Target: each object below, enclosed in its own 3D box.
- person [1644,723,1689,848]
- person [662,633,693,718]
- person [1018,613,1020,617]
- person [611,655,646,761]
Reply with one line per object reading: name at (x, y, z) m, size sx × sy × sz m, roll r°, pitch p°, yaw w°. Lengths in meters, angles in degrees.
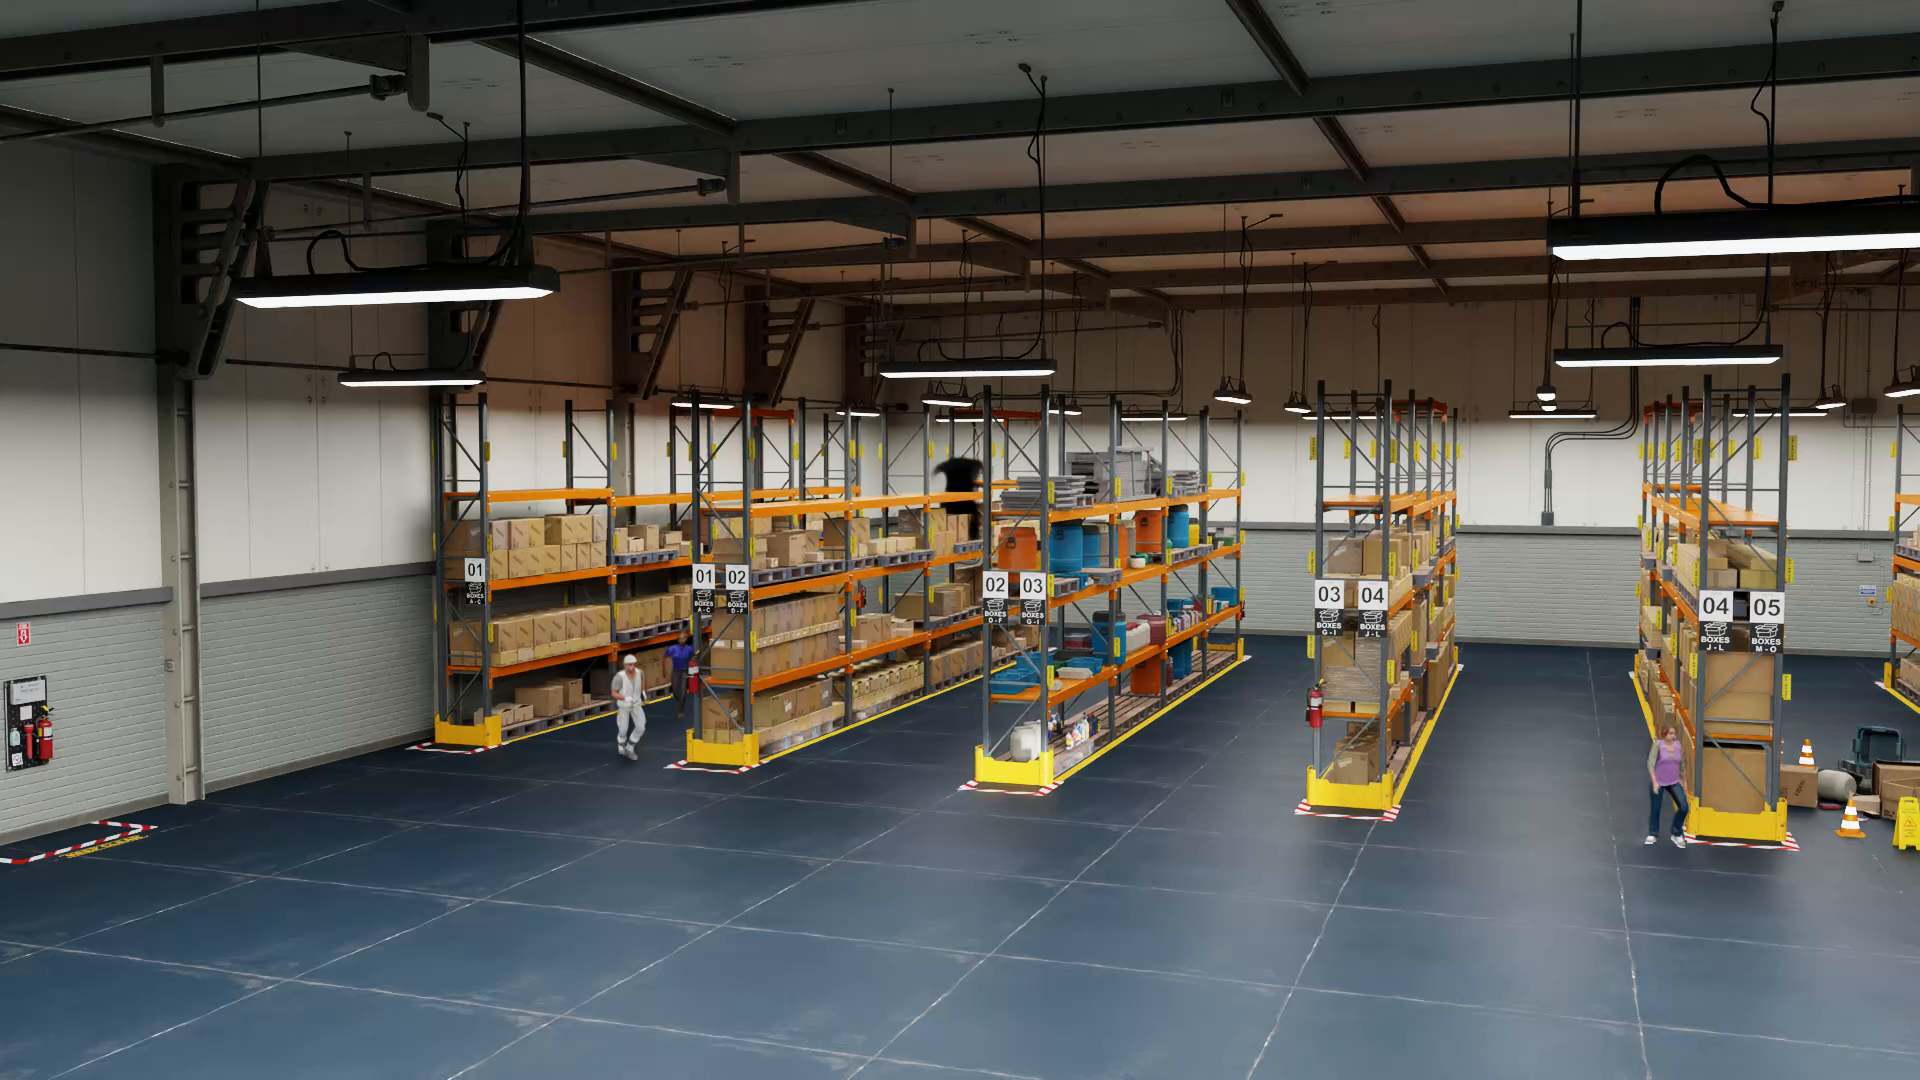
person at (8.948, 3.091, 21.056) m, size 0.553 × 1.580 × 0.483 m, roll 0°, pitch 3°, yaw 0°
person at (-5.267, 2.544, 31.238) m, size 0.646 × 1.616 × 0.516 m, roll 0°, pitch 3°, yaw -8°
person at (1.802, 1.856, 42.933) m, size 0.545 × 1.773 × 0.643 m, roll 3°, pitch 4°, yaw 45°
person at (-5.372, 2.704, 26.962) m, size 0.646 × 1.743 × 0.791 m, roll -2°, pitch 3°, yaw -27°
